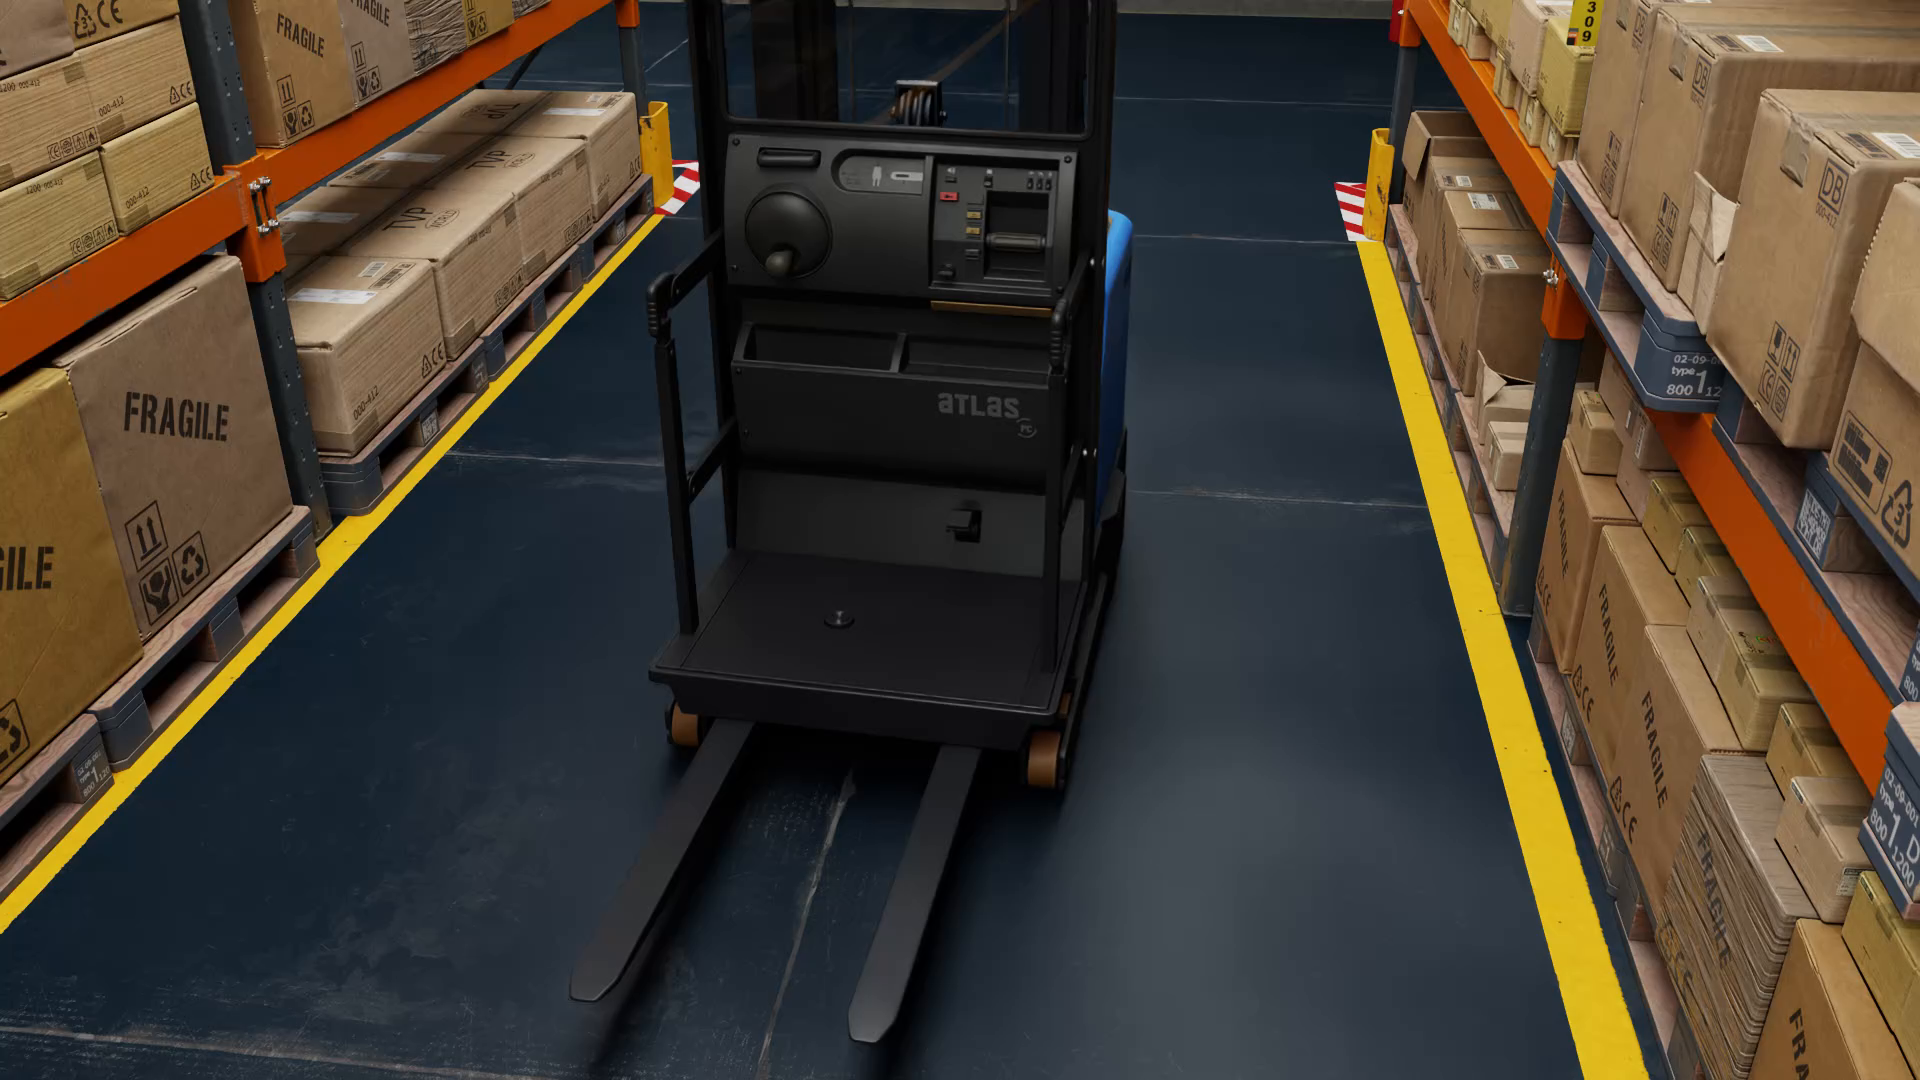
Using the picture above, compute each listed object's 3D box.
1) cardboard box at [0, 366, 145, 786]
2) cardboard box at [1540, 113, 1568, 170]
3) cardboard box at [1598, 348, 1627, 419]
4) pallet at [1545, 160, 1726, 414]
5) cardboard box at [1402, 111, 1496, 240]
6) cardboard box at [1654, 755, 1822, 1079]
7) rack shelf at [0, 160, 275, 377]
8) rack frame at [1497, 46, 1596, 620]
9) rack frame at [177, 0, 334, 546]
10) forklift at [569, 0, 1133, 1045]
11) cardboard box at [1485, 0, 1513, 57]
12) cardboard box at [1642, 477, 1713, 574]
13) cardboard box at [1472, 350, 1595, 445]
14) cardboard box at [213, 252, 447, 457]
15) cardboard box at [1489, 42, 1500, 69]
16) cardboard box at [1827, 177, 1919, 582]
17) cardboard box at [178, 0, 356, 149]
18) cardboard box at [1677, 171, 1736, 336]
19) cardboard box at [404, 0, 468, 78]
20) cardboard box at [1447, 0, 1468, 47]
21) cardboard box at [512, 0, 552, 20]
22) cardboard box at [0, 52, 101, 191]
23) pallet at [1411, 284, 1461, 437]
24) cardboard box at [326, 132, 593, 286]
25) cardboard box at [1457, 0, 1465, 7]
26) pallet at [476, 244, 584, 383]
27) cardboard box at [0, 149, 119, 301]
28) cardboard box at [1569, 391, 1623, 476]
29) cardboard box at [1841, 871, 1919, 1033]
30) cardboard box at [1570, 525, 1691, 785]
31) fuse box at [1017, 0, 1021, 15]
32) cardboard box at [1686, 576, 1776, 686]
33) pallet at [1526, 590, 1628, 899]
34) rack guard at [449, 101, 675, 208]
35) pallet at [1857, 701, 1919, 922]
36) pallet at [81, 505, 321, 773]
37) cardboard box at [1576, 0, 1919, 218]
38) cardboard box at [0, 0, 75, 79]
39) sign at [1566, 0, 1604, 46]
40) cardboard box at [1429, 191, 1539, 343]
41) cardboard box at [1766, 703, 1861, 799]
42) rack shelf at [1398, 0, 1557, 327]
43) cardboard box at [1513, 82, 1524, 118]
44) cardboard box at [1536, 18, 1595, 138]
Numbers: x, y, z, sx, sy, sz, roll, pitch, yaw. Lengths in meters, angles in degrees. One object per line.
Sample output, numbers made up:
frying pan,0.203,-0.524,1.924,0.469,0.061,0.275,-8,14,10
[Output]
cardboard box,-2.795,0.114,4.174,0.875,0.875,0.875,4,29,8
cardboard box,2.030,-1.250,5.173,0.380,0.149,0.250,4,29,8
cardboard box,1.983,-0.416,4.555,0.380,0.149,0.250,3,28,5
pallet,2.025,-0.618,3.937,1.003,0.211,1.213,3,28,6
cardboard box,2.552,-1.759,8.041,0.797,0.503,0.637,2,28,4
cardboard box,1.758,0.788,3.318,0.500,0.500,0.500,2,28,4
rack shelf,-2.941,-0.101,3.533,1.077,0.370,4.000,3,28,6
rack frame,2.231,-1.072,4.578,1.000,3.000,0.127,3,28,6
rack frame,-2.695,-1.359,5.110,1.000,3.000,0.127,3,28,6
forklift,-0.201,-0.806,4.155,1.130,2.935,3.031,5,29,10
cardboard box,2.172,-1.862,5.888,0.500,0.250,0.500,3,28,6
cardboard box,1.946,-0.033,4.157,0.380,0.149,0.250,2,28,4
cardboard box,2.052,-0.501,5.957,0.396,0.266,0.258,4,29,8
cardboard box,-2.512,-0.705,6.155,0.875,0.438,0.875,3,28,5
cardboard box,2.226,-1.852,6.290,0.380,0.149,0.250,3,28,6
cardboard box,1.758,-0.199,2.405,0.797,0.503,0.637,3,28,5
cardboard box,-2.378,-1.609,5.468,0.500,0.500,0.500,4,29,8
cardboard box,1.680,-0.566,3.338,0.396,0.266,0.258,5,29,9
cardboard box,-2.245,-2.079,6.341,0.500,0.500,0.500,4,29,7
cardboard box,2.202,-2.102,6.754,0.380,0.149,0.250,3,28,5
cardboard box,-2.131,-2.565,7.244,0.500,0.500,0.500,4,29,8
cardboard box,-2.562,-1.056,4.178,0.500,0.250,0.500,4,29,7
pallet,2.463,-0.744,6.908,1.003,0.211,1.213,3,28,6
cardboard box,-2.291,-1.551,7.725,0.875,0.438,0.875,4,29,8
cardboard box,2.278,-2.346,6.787,0.500,0.250,0.500,3,28,5
pallet,-2.378,-1.061,7.496,1.003,0.211,1.213,3,28,6
cardboard box,-2.564,-0.828,4.282,0.500,0.250,0.500,3,28,5
cardboard box,1.923,-0.289,4.633,0.380,0.149,0.250,5,29,9
cardboard box,1.736,0.703,2.792,0.380,0.149,0.250,3,28,5
cardboard box,1.893,0.309,4.206,0.500,0.500,0.500,3,28,6
fuse box,0.529,-5.140,13.486,0.539,1.711,0.414,3,28,6
cardboard box,1.858,0.213,3.701,0.380,0.149,0.250,3,28,6
pallet,2.169,0.540,4.524,1.003,0.211,1.213,3,28,6
rack guard,-2.202,-2.153,9.219,1.175,0.500,0.348,3,28,6
pallet,1.755,0.572,1.728,1.213,0.211,1.003,3,28,6
pallet,-2.715,0.236,5.089,1.003,0.211,1.213,3,28,6
cardboard box,1.950,-1.087,4.056,0.700,0.500,0.500,4,29,7
cardboard box,-2.557,-1.374,3.979,0.500,0.500,0.500,4,29,7
sign,1.692,-1.481,4.424,0.100,0.325,0.005,3,28,6
cardboard box,2.245,-1.114,6.848,0.500,0.500,0.500,4,29,7
cardboard box,1.821,0.458,3.246,0.380,0.149,0.250,3,29,6
rack shelf,2.476,-1.697,6.496,1.077,0.370,4.000,3,28,6
cardboard box,2.097,-1.496,5.629,0.380,0.149,0.250,4,29,8
cardboard box,2.052,-1.391,5.014,0.500,0.250,0.500,4,29,7
